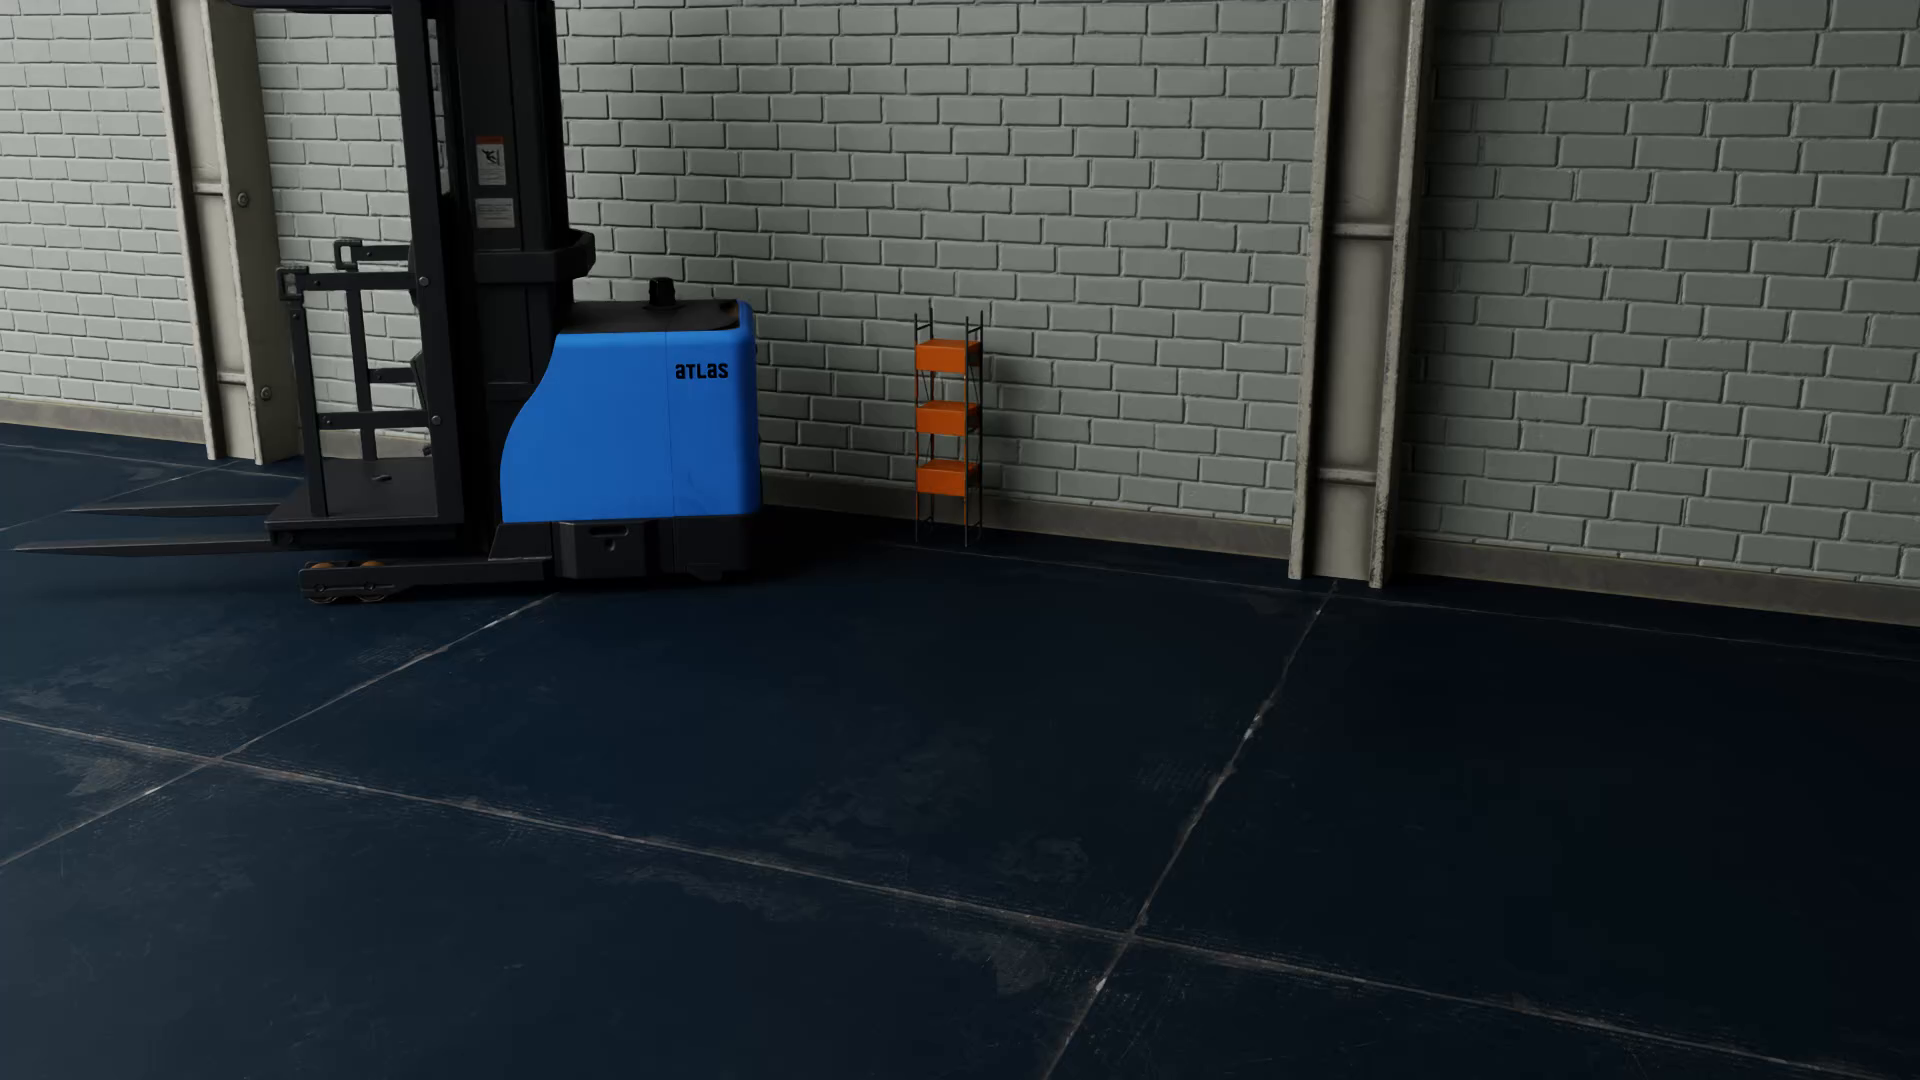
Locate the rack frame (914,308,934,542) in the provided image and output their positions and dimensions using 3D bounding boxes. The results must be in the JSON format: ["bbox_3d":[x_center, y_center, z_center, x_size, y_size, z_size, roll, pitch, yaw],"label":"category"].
[{"bbox_3d":[-0.163,-0.522,7.589,0.008,1.050,0.200,6,17,21],"label":"rack frame"}]

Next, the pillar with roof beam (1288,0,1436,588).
[{"bbox_3d":[0.065,-3.061,2.078,0.400,9.000,9.100,6,17,21],"label":"pillar with roof beam"}]

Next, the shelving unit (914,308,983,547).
[{"bbox_3d":[-0.050,-0.510,7.546,0.252,1.050,0.215,6,17,21],"label":"shelving unit"}]

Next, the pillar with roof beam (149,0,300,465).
[{"bbox_3d":[-5.517,-3.675,4.193,0.400,9.000,9.100,6,17,21],"label":"pillar with roof beam"}]

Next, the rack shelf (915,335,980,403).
[{"bbox_3d":[-0.050,-0.772,7.470,0.240,0.259,0.215,6,17,21],"label":"rack shelf"}]

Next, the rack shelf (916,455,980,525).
[{"bbox_3d":[-0.050,-0.233,7.627,0.240,0.259,0.215,6,17,21],"label":"rack shelf"}]

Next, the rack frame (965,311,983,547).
[{"bbox_3d":[0.064,-0.497,7.503,0.008,1.050,0.200,6,17,21],"label":"rack frame"}]

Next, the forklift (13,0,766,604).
[{"bbox_3d":[-2.385,-1.303,6.904,3.031,2.935,1.130,-2,16,-7],"label":"forklift"}]

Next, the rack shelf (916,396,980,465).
[{"bbox_3d":[-0.050,-0.499,7.549,0.240,0.259,0.215,6,17,21],"label":"rack shelf"}]
